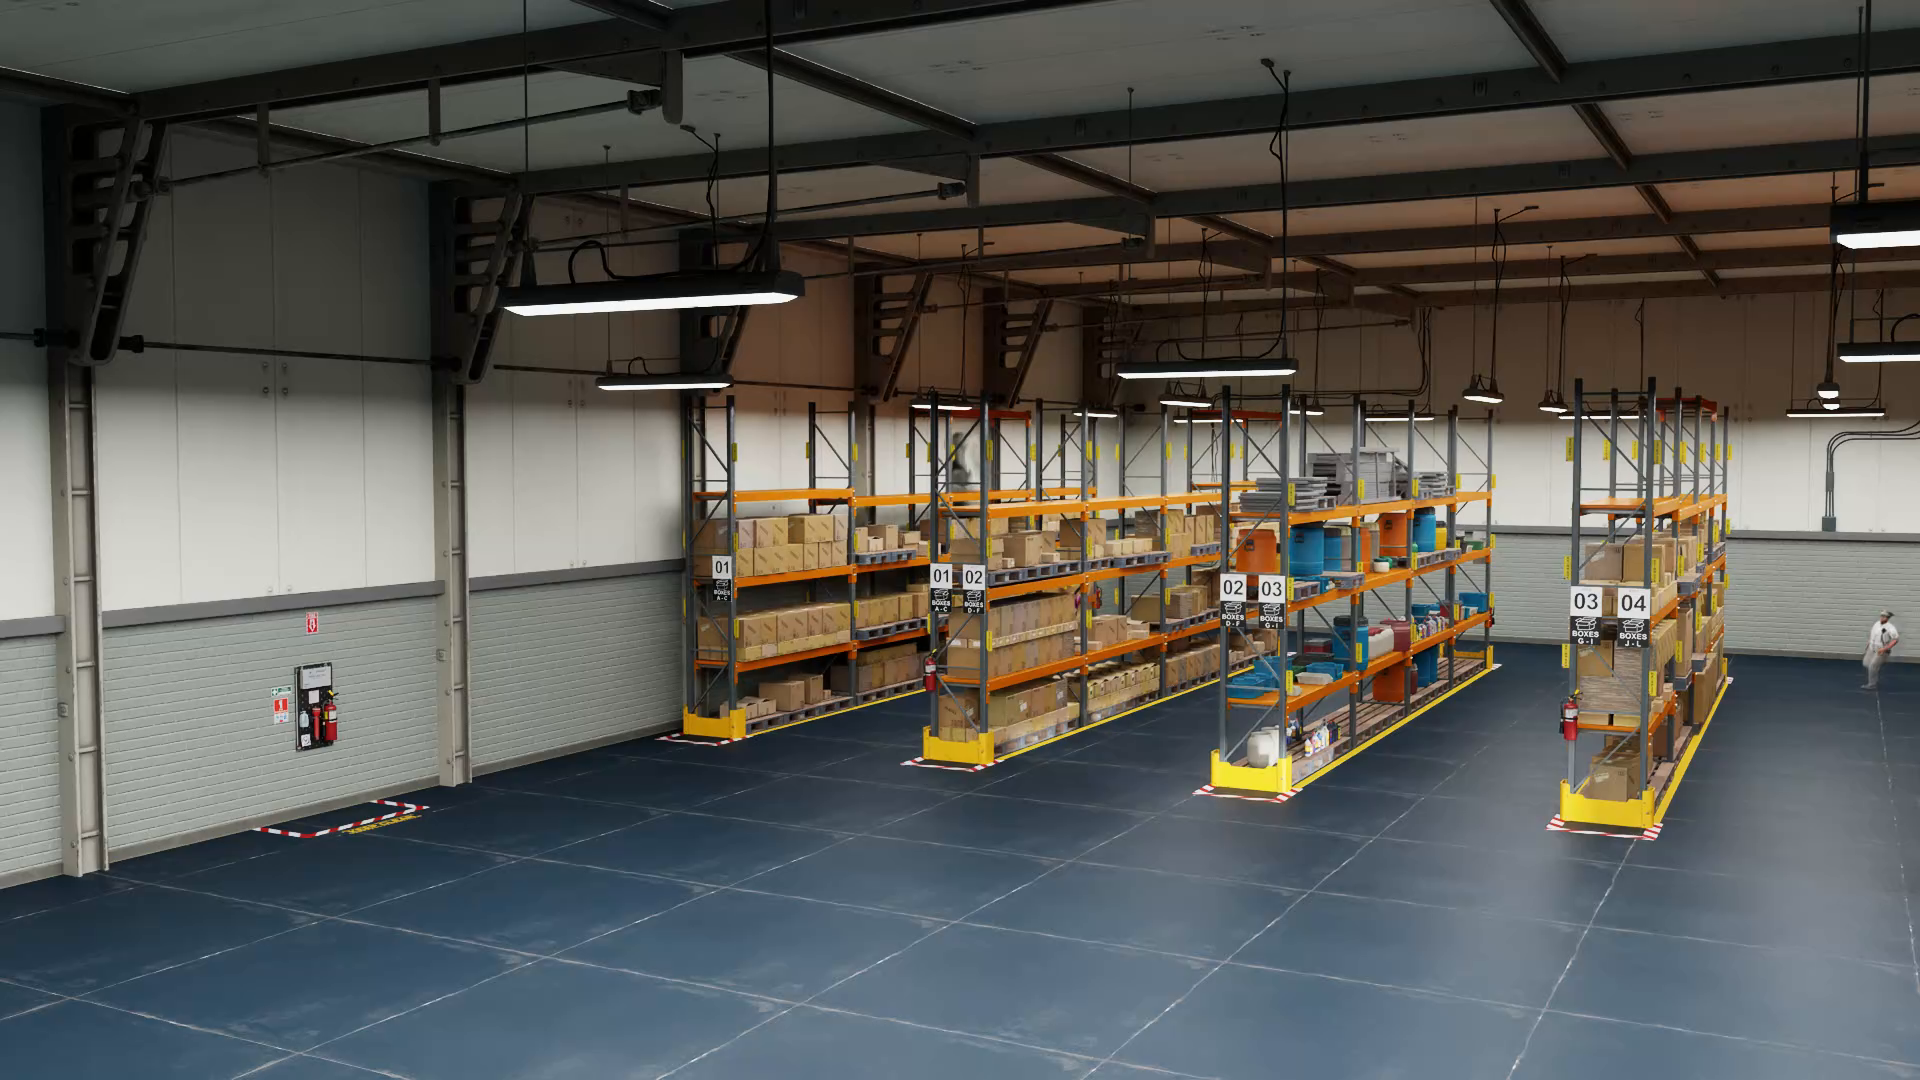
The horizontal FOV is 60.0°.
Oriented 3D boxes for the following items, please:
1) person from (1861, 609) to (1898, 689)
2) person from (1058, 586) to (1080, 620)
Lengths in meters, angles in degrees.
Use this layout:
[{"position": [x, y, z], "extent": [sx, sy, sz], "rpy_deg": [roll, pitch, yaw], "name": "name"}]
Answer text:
[{"position": [19.378, 2.305, 35.050], "extent": [0.498, 1.706, 0.684], "rpy_deg": [-1, 3, -20], "name": "person"}, {"position": [2.307, 1.876, 37.501], "extent": [0.714, 1.751, 0.725], "rpy_deg": [1, 3, 19], "name": "person"}]
